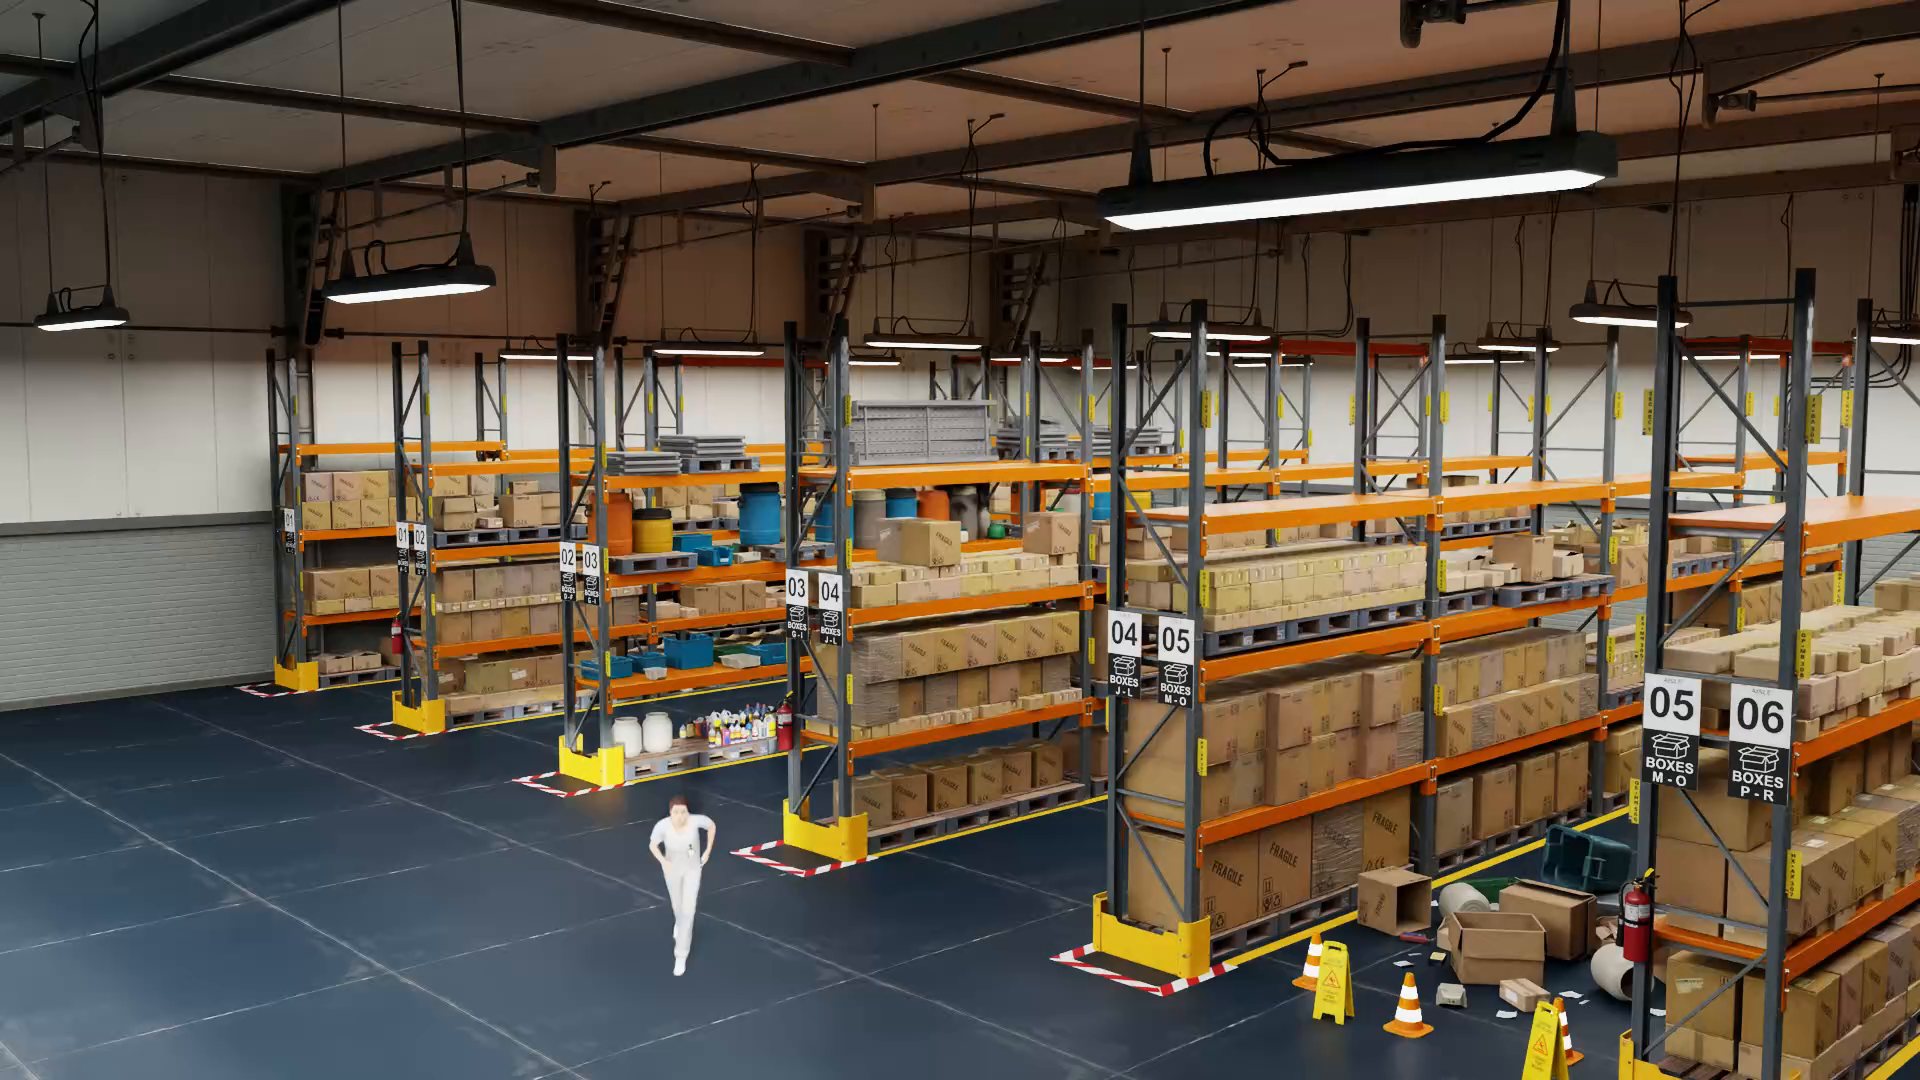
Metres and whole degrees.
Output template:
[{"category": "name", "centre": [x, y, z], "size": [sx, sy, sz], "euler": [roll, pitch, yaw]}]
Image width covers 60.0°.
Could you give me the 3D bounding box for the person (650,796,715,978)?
[{"category": "person", "centre": [-2.545, 3.069, 15.237], "size": [0.591, 1.625, 0.992], "euler": [-1, 5, -13]}]
